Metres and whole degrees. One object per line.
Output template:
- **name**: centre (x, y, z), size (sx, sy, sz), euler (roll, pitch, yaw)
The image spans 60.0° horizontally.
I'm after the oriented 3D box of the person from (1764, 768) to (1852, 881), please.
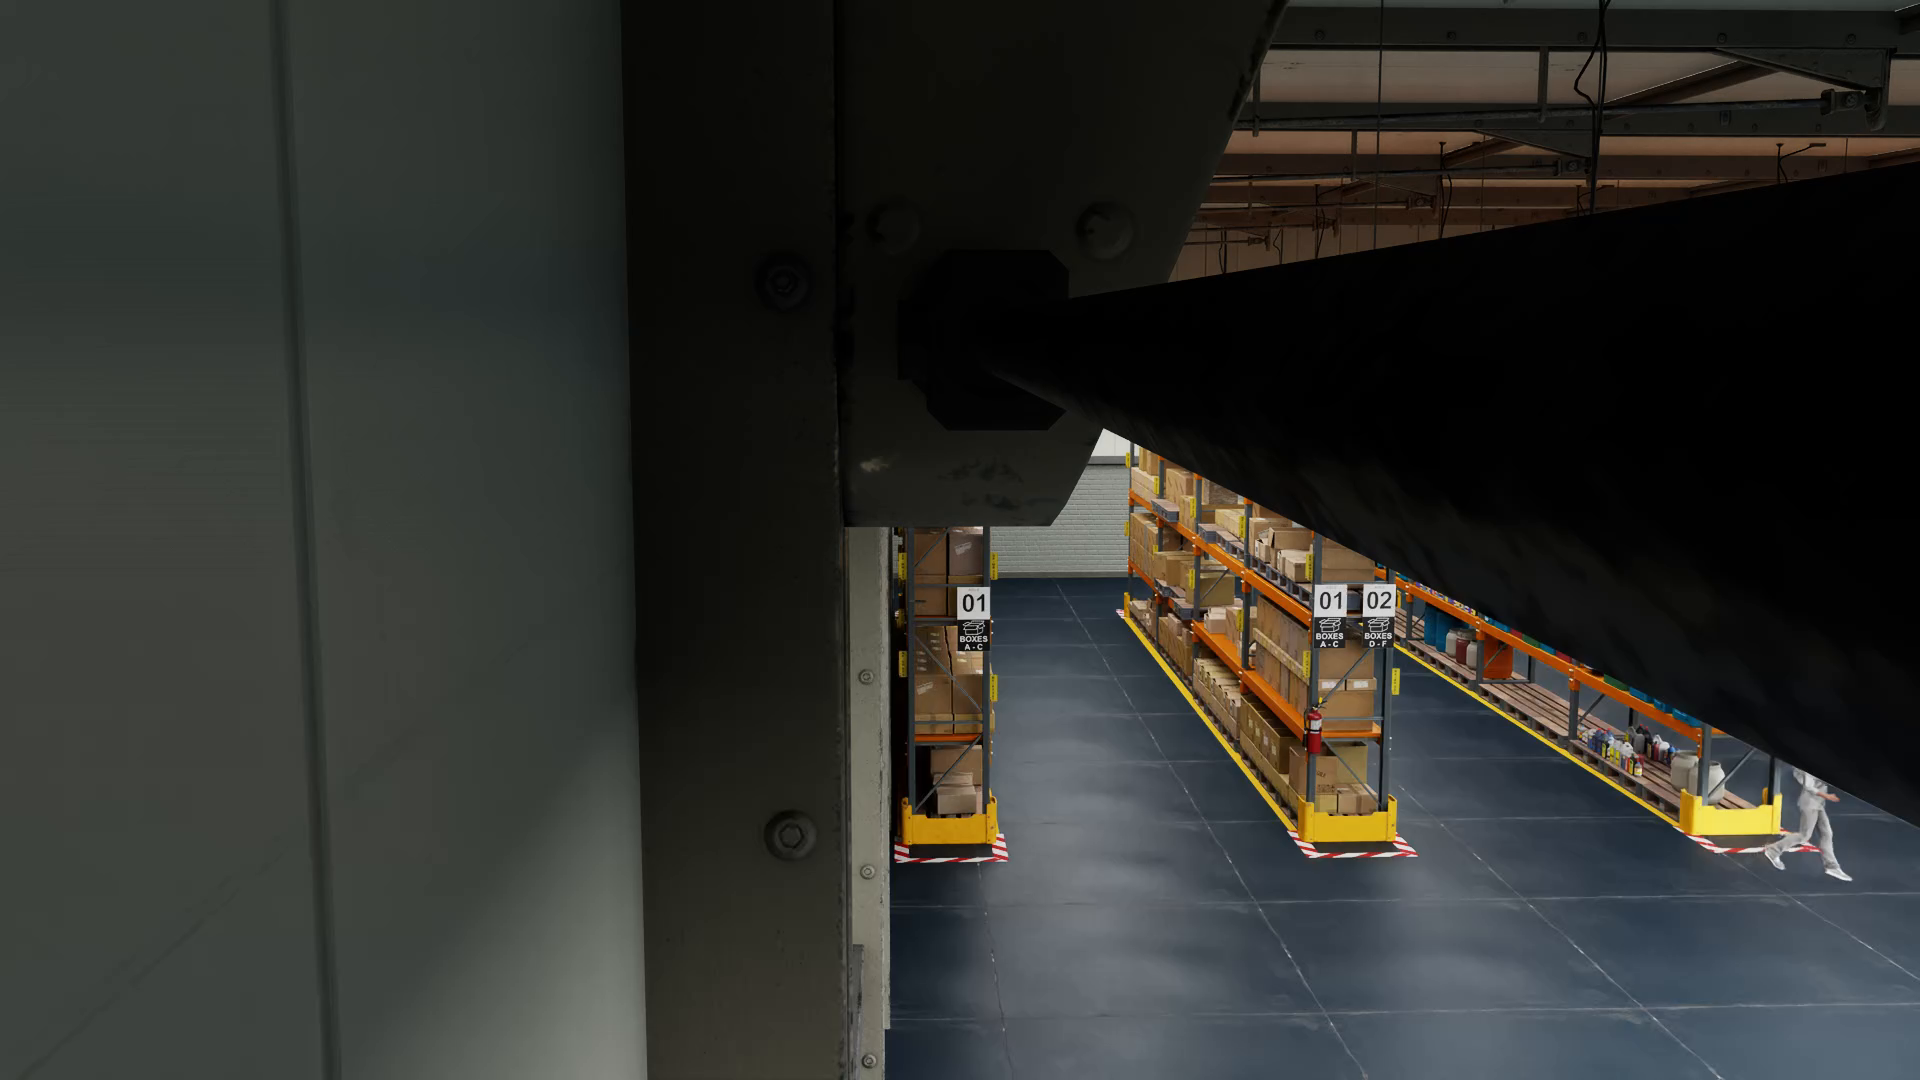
- **person**: centre (9.831, 3.093, 19.190), size (0.908, 1.559, 0.582), euler (4, 8, 29)
